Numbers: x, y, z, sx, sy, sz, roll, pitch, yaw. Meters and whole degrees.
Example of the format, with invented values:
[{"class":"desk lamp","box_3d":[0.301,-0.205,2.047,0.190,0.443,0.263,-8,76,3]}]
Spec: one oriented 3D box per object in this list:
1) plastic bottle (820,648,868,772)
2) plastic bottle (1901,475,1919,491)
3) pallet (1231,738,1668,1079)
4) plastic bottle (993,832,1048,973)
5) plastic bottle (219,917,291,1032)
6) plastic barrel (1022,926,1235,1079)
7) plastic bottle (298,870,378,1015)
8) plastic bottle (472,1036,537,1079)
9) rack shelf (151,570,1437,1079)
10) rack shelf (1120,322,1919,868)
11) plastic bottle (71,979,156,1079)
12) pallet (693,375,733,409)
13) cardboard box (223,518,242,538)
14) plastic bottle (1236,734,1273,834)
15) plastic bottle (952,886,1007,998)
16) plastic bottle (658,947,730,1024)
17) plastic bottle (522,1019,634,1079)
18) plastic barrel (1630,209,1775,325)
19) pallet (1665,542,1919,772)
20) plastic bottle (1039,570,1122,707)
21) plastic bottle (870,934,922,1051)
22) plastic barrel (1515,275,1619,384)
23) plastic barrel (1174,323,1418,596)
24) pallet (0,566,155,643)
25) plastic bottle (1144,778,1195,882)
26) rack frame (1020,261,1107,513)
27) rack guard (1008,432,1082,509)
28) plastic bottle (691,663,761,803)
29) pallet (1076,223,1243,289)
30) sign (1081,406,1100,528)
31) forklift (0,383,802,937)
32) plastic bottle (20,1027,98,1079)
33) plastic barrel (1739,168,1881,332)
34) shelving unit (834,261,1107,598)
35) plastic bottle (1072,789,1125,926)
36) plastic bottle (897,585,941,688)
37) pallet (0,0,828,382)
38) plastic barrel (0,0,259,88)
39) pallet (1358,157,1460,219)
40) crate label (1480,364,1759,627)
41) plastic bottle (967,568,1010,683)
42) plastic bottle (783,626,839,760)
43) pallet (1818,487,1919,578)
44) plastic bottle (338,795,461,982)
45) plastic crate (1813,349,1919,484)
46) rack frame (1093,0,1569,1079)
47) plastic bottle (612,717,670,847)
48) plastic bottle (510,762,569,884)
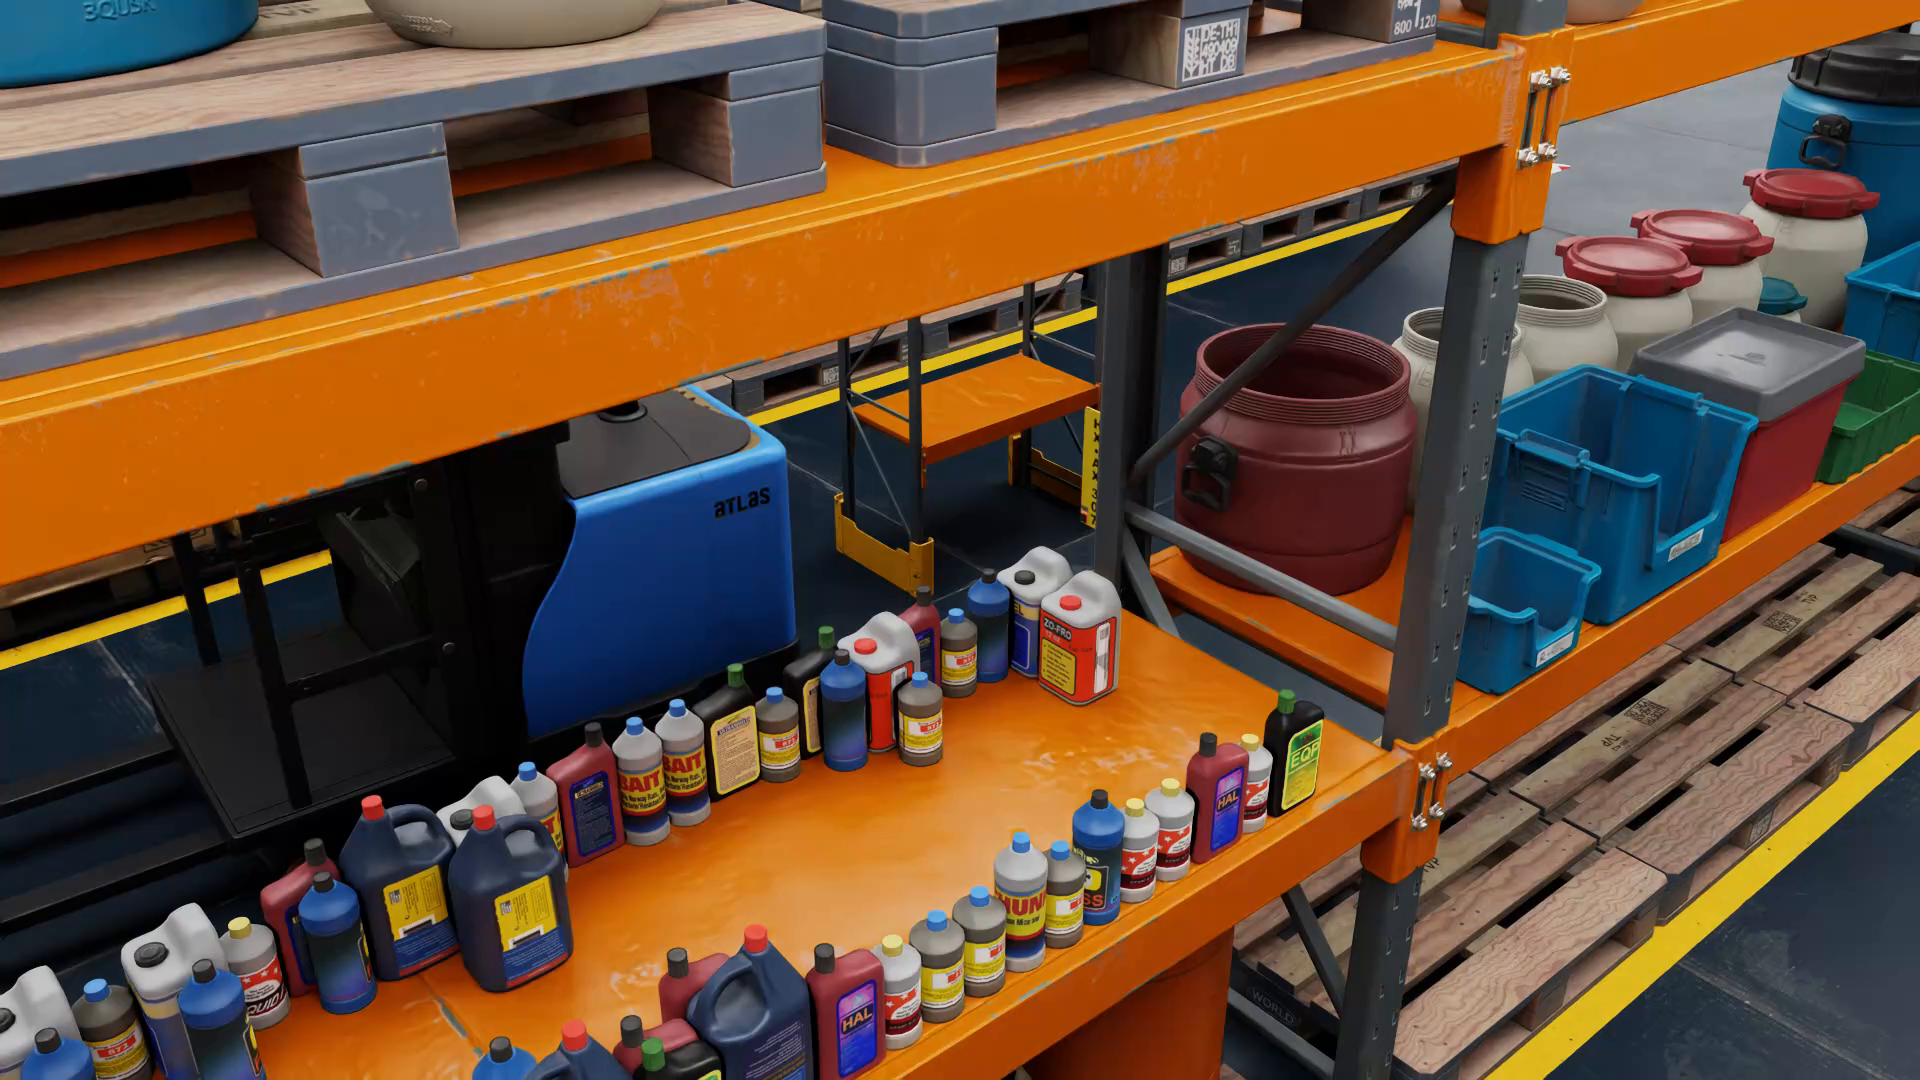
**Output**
[{"class":"plastic bottle","box_3d":[-0.247,0.355,3.541,0.097,0.271,0.097,0,28,0]},{"class":"plastic bottle","box_3d":[4.150,-0.406,7.171,0.185,0.351,0.144,-22,35,-35]},{"class":"pallet","box_3d":[1.325,1.099,4.969,1.213,0.211,1.003,-22,35,-35]},{"class":"plastic bottle","box_3d":[0.108,0.644,2.999,0.097,0.271,0.097,0,28,0]},{"class":"plastic bottle","box_3d":[-1.232,0.744,2.887,0.097,0.201,0.097,0,28,0]},{"class":"plastic barrel","box_3d":[0.349,1.020,4.016,0.708,0.830,0.600,-22,35,-35]},{"class":"plastic bottle","box_3d":[-1.091,0.694,2.906,0.097,0.271,0.097,0,28,0]},{"class":"plastic bottle","box_3d":[-0.692,0.877,2.564,0.097,0.271,0.097,0,28,0]},{"class":"rack shelf","box_3d":[-0.811,1.021,2.920,4.000,0.370,1.077,-22,35,-35]},{"class":"rack shelf","box_3d":[2.232,-0.202,5.209,4.000,0.370,1.077,-22,35,-35]},{"class":"plastic bottle","box_3d":[-1.408,0.815,2.754,0.097,0.201,0.097,0,28,0]},{"class":"pallet","box_3d":[-1.909,-0.692,8.322,1.213,0.211,1.003,-22,35,-35]},{"class":"cardboard box","box_3d":[-3.043,-0.728,7.239,0.875,0.875,1.225,-24,36,-37]},{"class":"plastic bottle","box_3d":[0.580,0.485,3.370,0.097,0.201,0.097,0,28,0]},{"class":"plastic bottle","box_3d":[0.034,0.705,2.959,0.097,0.201,0.097,0,28,0]},{"class":"plastic bottle","box_3d":[-0.424,0.775,2.741,0.133,0.283,0.061,-22,35,-35]},{"class":"plastic bottle","box_3d":[-0.580,0.871,2.489,0.185,0.351,0.144,-22,35,-35]},{"class":"plastic barrel","box_3d":[2.325,-0.753,5.332,0.433,0.535,0.433,0,28,0]},{"class":"pallet","box_3d":[3.181,0.353,6.366,1.213,0.211,1.003,-22,35,-35]},{"class":"plastic bottle","box_3d":[0.270,0.218,3.791,0.135,0.276,0.152,-22,35,-35]},{"class":"plastic bottle","box_3d":[-0.114,0.764,2.848,0.097,0.201,0.097,0,28,0]},{"class":"plastic barrel","box_3d":[1.675,-0.477,4.842,0.421,0.512,0.421,0,28,0]},{"class":"plastic barrel","box_3d":[0.867,-0.218,4.332,0.708,0.536,0.600,-22,35,-35]},{"class":"pallet","box_3d":[-4.081,0.132,6.780,1.213,0.211,1.003,-22,35,-35]},{"class":"plastic bottle","box_3d":[0.404,0.556,3.238,0.097,0.201,0.097,0,28,0]},{"class":"rack frame","box_3d":[0.452,-0.843,7.236,0.032,1.500,0.500,-22,35,-35]},{"class":"rack guard","box_3d":[0.437,-0.286,7.520,0.087,0.250,0.587,-22,35,-35]},{"class":"plastic bottle","box_3d":[-0.488,0.397,3.448,0.133,0.283,0.061,-22,35,-35]},{"class":"pallet","box_3d":[1.027,-1.896,10.573,1.213,0.211,1.003,-22,35,-35]},{"class":"sign","box_3d":[0.348,-0.175,4.221,0.005,0.325,0.100,-22,35,-35]},{"class":"forklift","box_3d":[-2.059,-0.441,4.966,3.031,2.935,1.130,-19,34,-32]},{"class":"plastic bottle","box_3d":[-1.383,0.868,2.580,0.097,0.271,0.097,0,28,0]},{"class":"plastic barrel","box_3d":[2.883,-0.977,5.752,0.433,0.535,0.433,0,28,0]},{"class":"shelving unit","box_3d":[0.058,-0.685,6.940,1.083,1.500,0.587,-22,35,-35]},{"class":"plastic bottle","box_3d":[0.256,0.585,3.110,0.097,0.271,0.097,0,28,0]},{"class":"plastic bottle","box_3d":[-0.108,0.244,3.734,0.133,0.283,0.061,-22,35,-35]},{"class":"pallet","box_3d":[-0.939,-0.547,2.108,1.213,0.211,1.003,-22,35,-35]},{"class":"plastic barrel","box_3d":[-1.133,-0.990,1.761,0.708,0.901,0.600,-22,35,-35]},{"class":"pallet","box_3d":[2.883,-2.642,11.970,1.213,0.211,1.003,-22,35,-35]},{"class":"crate label","box_3d":[1.642,-0.130,4.274,0.616,0.435,0.502,-22,35,-35]},{"class":"plastic bottle","box_3d":[0.066,0.191,3.846,0.097,0.271,0.097,0,28,0]},{"class":"plastic bottle","box_3d":[-0.312,0.326,3.581,0.133,0.283,0.061,-22,35,-35]},{"class":"pallet","box_3d":[4.291,-0.092,7.198,1.213,0.211,1.003,-22,35,-35]},{"class":"plastic bottle","box_3d":[-1.008,0.602,2.993,0.185,0.351,0.144,-22,35,-35]},{"class":"plastic crate","box_3d":[2.612,-0.404,5.048,0.662,0.188,0.450,-22,35,-35]},{"class":"rack frame","box_3d":[0.710,0.092,3.895,0.127,3.000,1.000,-22,35,-35]},{"class":"plastic bottle","box_3d":[-0.638,0.474,3.317,0.097,0.271,0.097,0,28,0]},{"class":"plastic bottle","box_3d":[-0.813,0.544,3.185,0.097,0.271,0.097,0,28,0]}]
